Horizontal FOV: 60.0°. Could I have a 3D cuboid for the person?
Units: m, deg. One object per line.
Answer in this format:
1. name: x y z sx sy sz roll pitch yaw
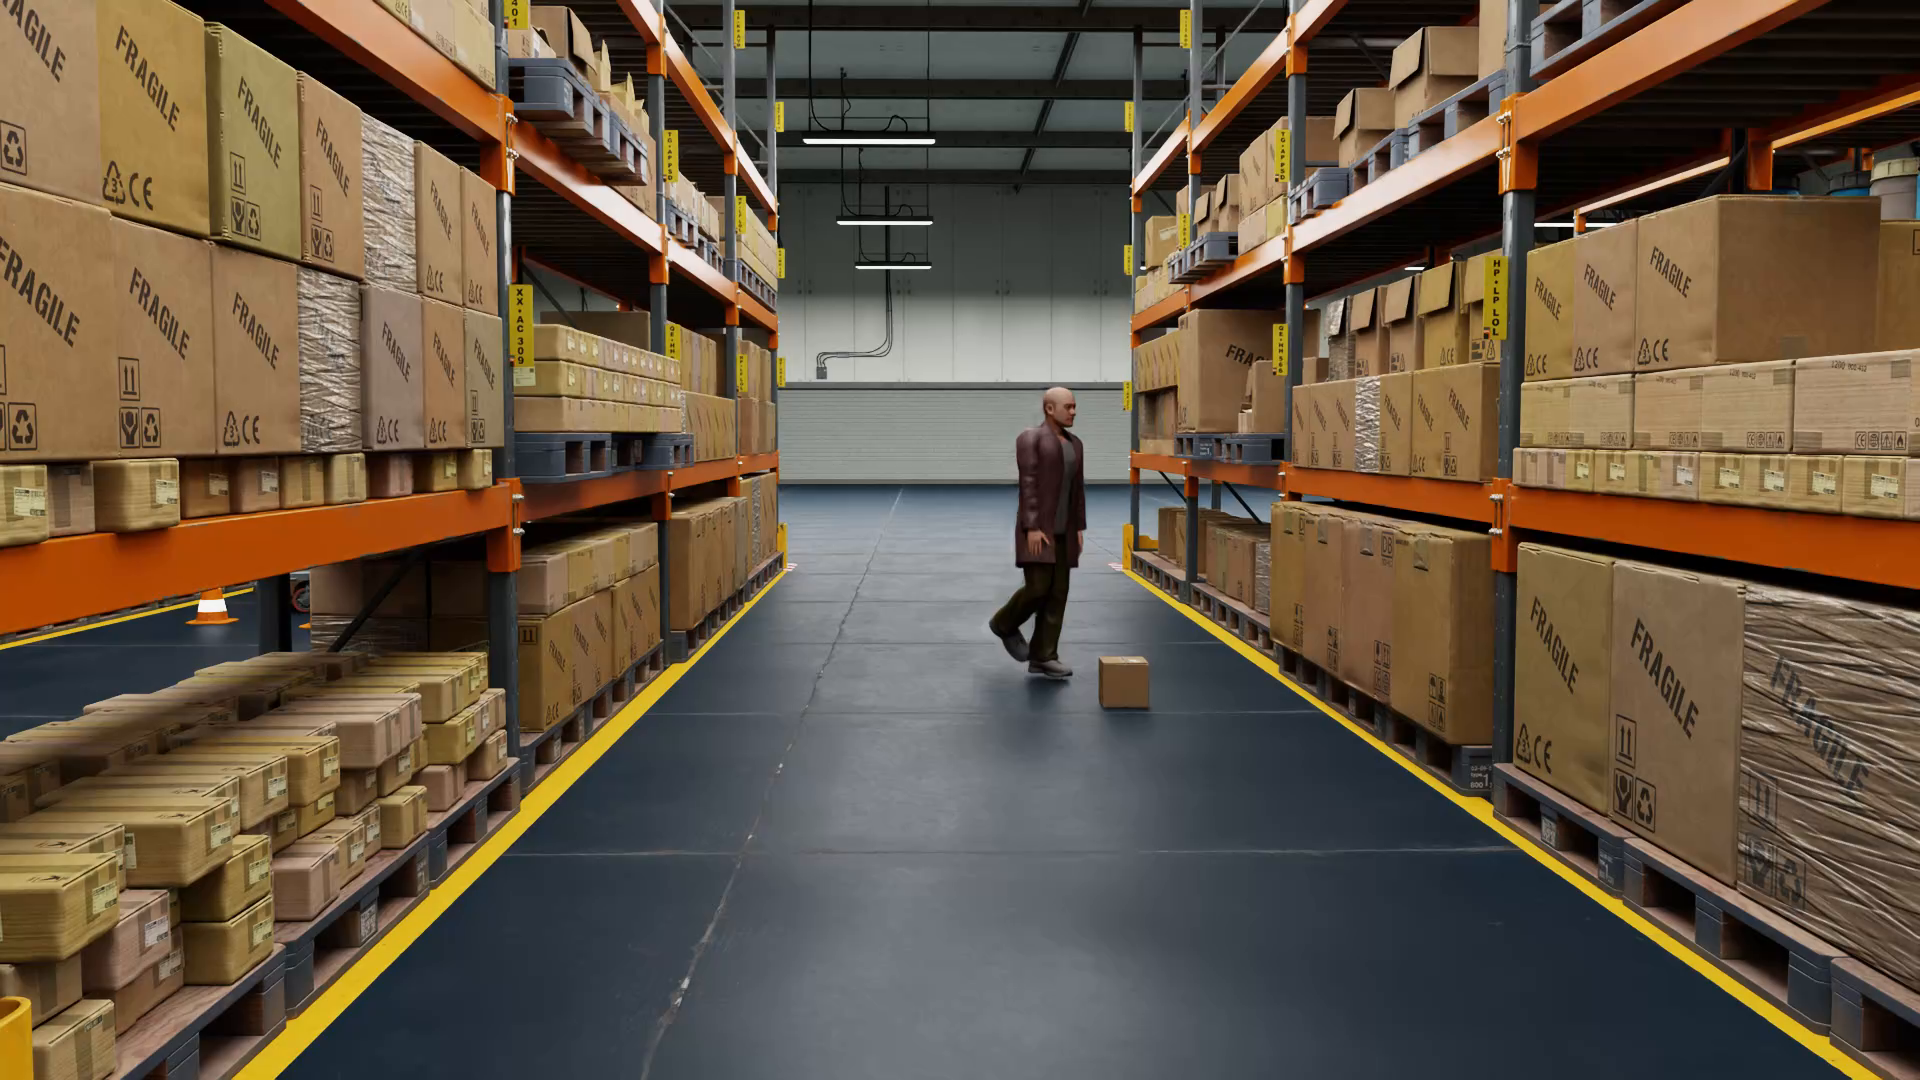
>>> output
1. person: 0.504 -0.058 10.322 0.606 1.773 0.656 -3 5 -39
